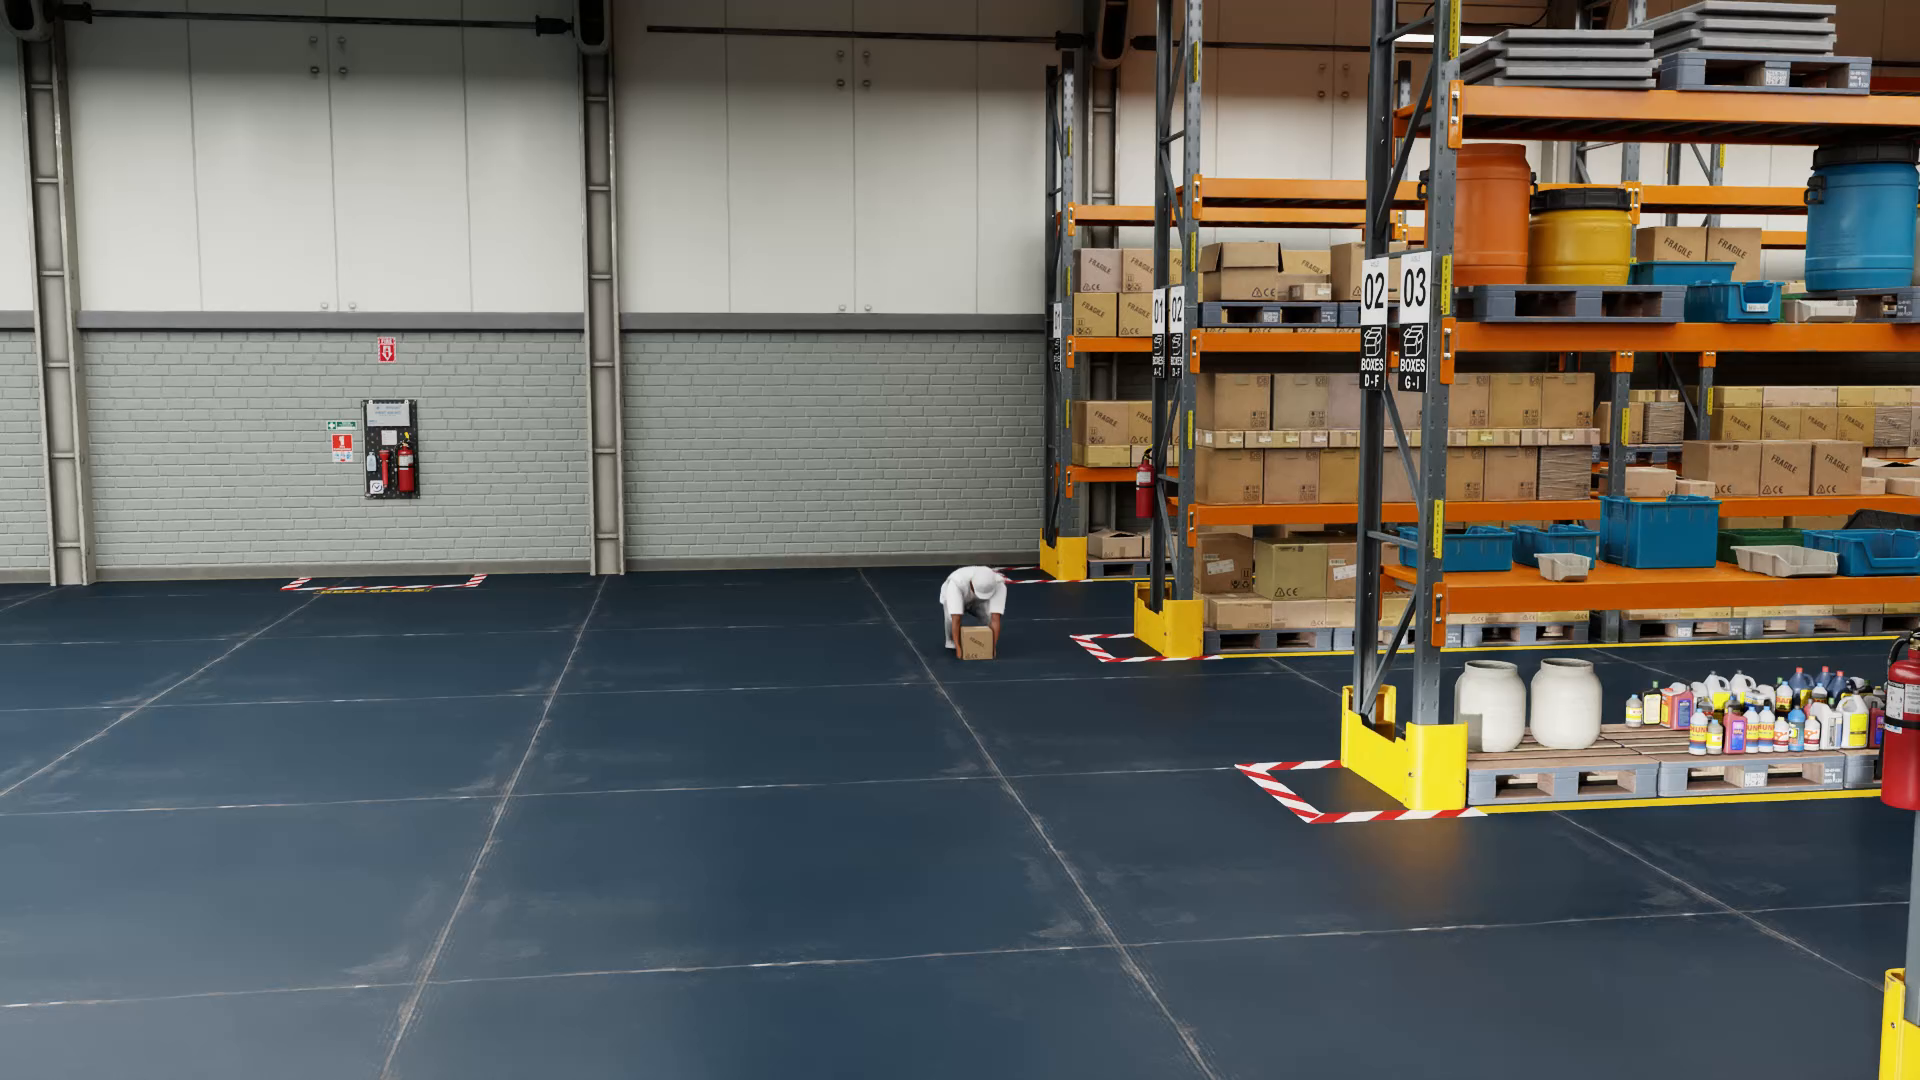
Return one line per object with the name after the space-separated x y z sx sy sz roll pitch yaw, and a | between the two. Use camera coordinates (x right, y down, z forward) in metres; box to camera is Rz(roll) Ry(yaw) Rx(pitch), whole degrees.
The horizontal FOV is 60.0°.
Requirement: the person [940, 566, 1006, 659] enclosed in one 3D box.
0.123 0.627 14.722 0.540 0.887 0.934 -1 7 -10 | person
